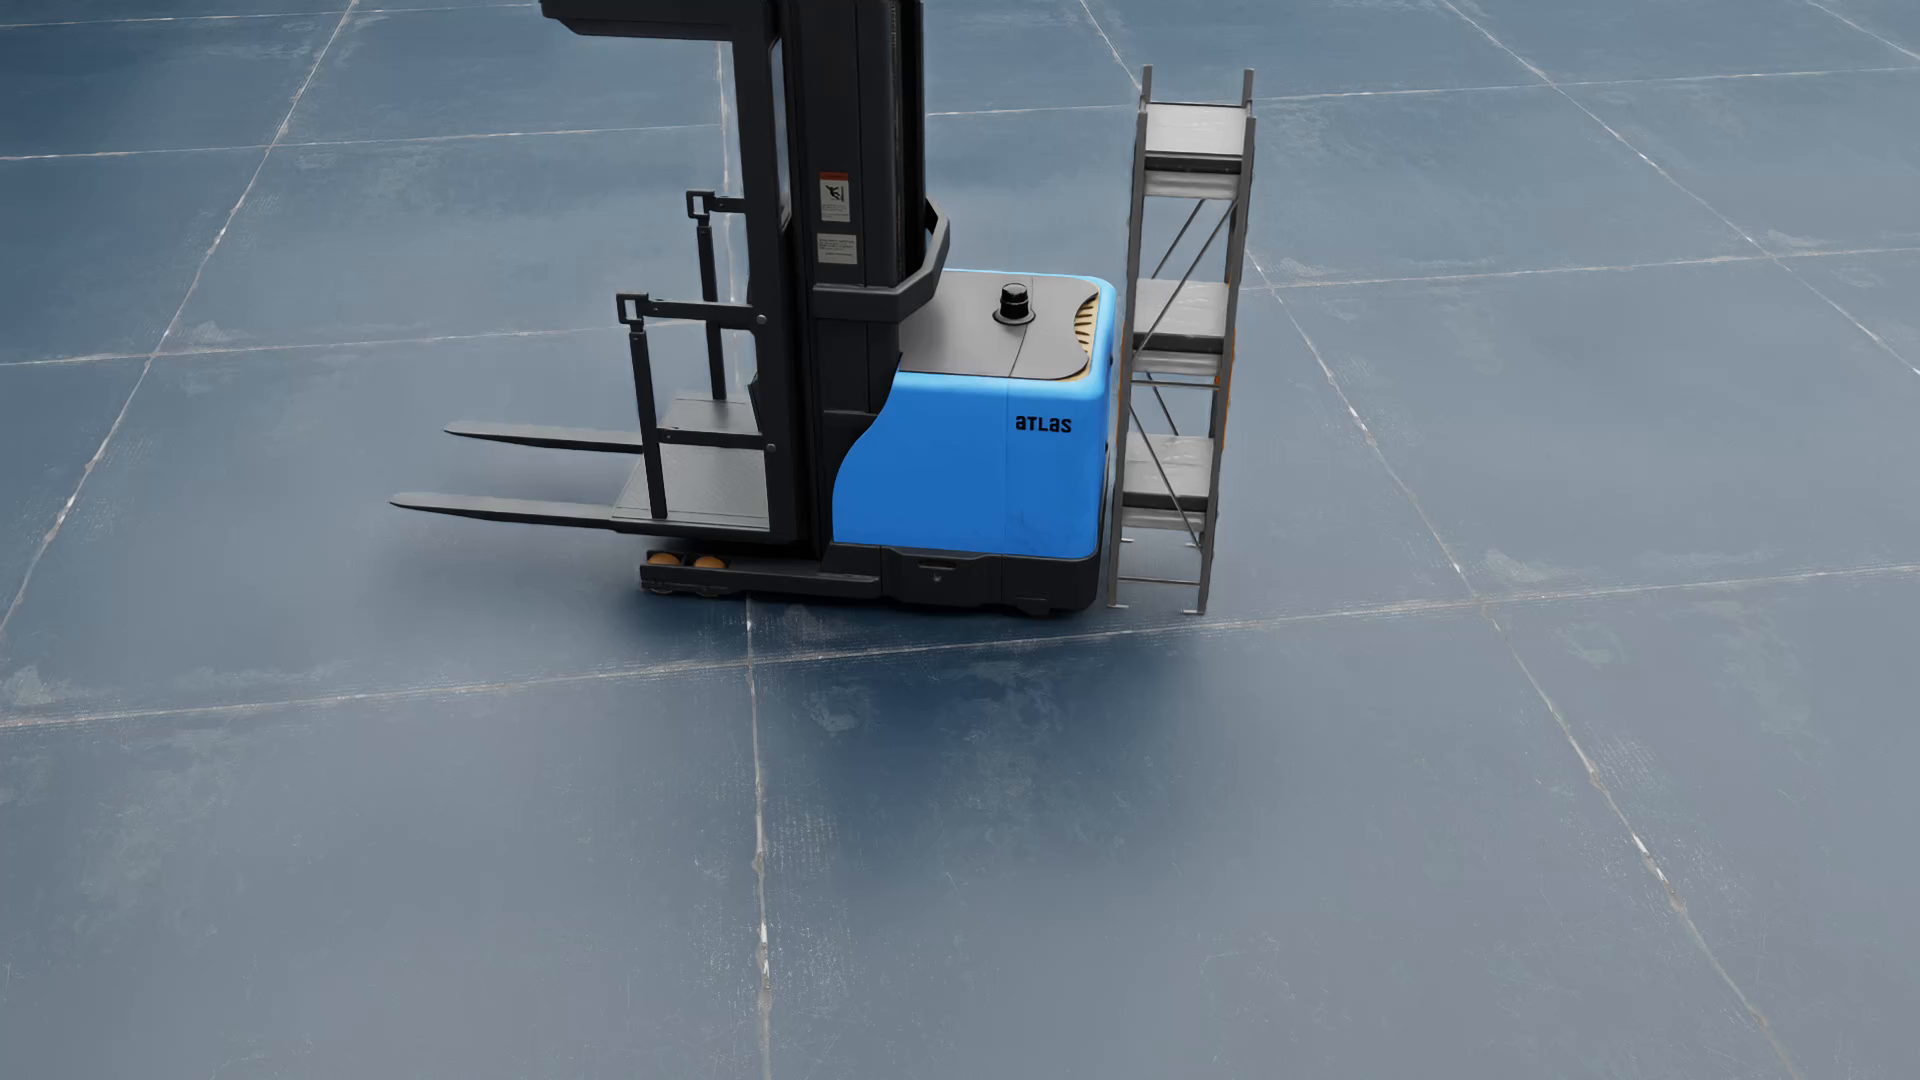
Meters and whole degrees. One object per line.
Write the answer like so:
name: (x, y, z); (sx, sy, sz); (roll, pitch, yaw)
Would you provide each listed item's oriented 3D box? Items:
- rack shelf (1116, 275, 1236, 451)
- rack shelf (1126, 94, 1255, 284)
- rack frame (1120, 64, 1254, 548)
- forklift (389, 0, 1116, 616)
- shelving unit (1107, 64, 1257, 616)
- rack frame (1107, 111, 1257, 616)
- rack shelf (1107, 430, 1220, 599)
rack shelf: (0.836, -0.702, 6.439); (0.431, 0.518, 0.480); (4, 34, 6)
rack shelf: (0.836, -1.280, 6.045); (0.431, 0.518, 0.480); (4, 34, 6)
rack frame: (0.867, -0.849, 6.632); (0.400, 2.100, 0.015); (4, 34, 6)
forklift: (-0.892, -1.265, 6.503); (3.031, 2.935, 1.130); (4, 34, 6)
shelving unit: (0.836, -0.713, 6.432); (0.431, 2.100, 0.503); (4, 34, 6)
rack frame: (0.804, -0.577, 6.232); (0.400, 2.100, 0.015); (4, 34, 6)
rack shelf: (0.836, -0.123, 6.833); (0.431, 0.518, 0.480); (4, 34, 6)
